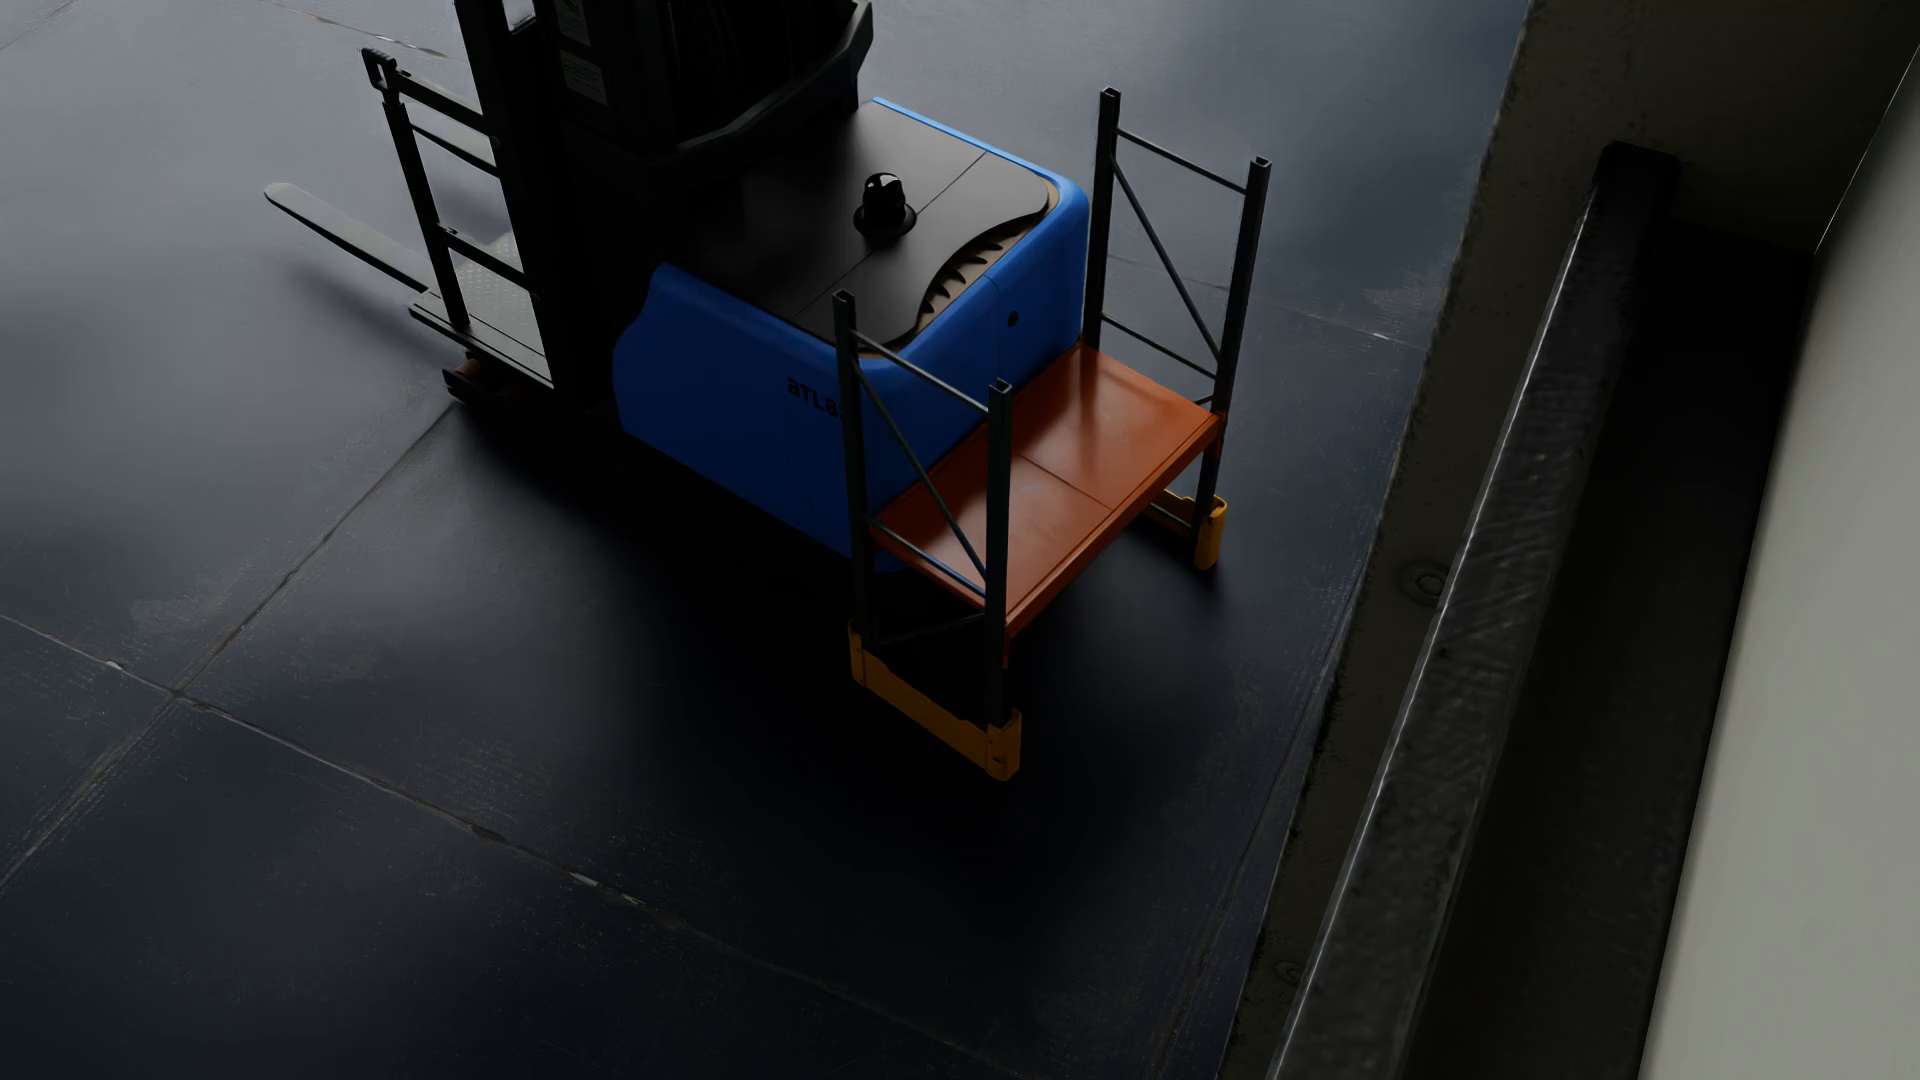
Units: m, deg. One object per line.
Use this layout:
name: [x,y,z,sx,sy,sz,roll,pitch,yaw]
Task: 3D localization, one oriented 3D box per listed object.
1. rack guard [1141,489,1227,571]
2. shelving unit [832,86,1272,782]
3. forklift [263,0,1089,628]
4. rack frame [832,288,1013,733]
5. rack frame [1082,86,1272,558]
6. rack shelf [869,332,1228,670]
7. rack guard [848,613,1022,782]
rack guard: [0.561,-0.145,5.209,0.587,0.250,0.087,32,57,24]
shelving unit: [0.243,-0.259,4.485,0.587,1.500,1.083,32,57,24]
forklift: [-1.111,-1.606,4.692,3.031,2.935,1.130,29,55,22]
rack frame: [-0.088,0.045,4.227,0.500,1.500,0.032,32,57,24]
rack frame: [0.562,-0.551,4.734,0.500,1.500,0.032,32,57,24]
rack shelf: [0.237,-0.137,4.618,0.538,0.185,1.000,32,57,24]
rack guard: [-0.075,0.438,4.713,0.587,0.250,0.087,32,57,24]
